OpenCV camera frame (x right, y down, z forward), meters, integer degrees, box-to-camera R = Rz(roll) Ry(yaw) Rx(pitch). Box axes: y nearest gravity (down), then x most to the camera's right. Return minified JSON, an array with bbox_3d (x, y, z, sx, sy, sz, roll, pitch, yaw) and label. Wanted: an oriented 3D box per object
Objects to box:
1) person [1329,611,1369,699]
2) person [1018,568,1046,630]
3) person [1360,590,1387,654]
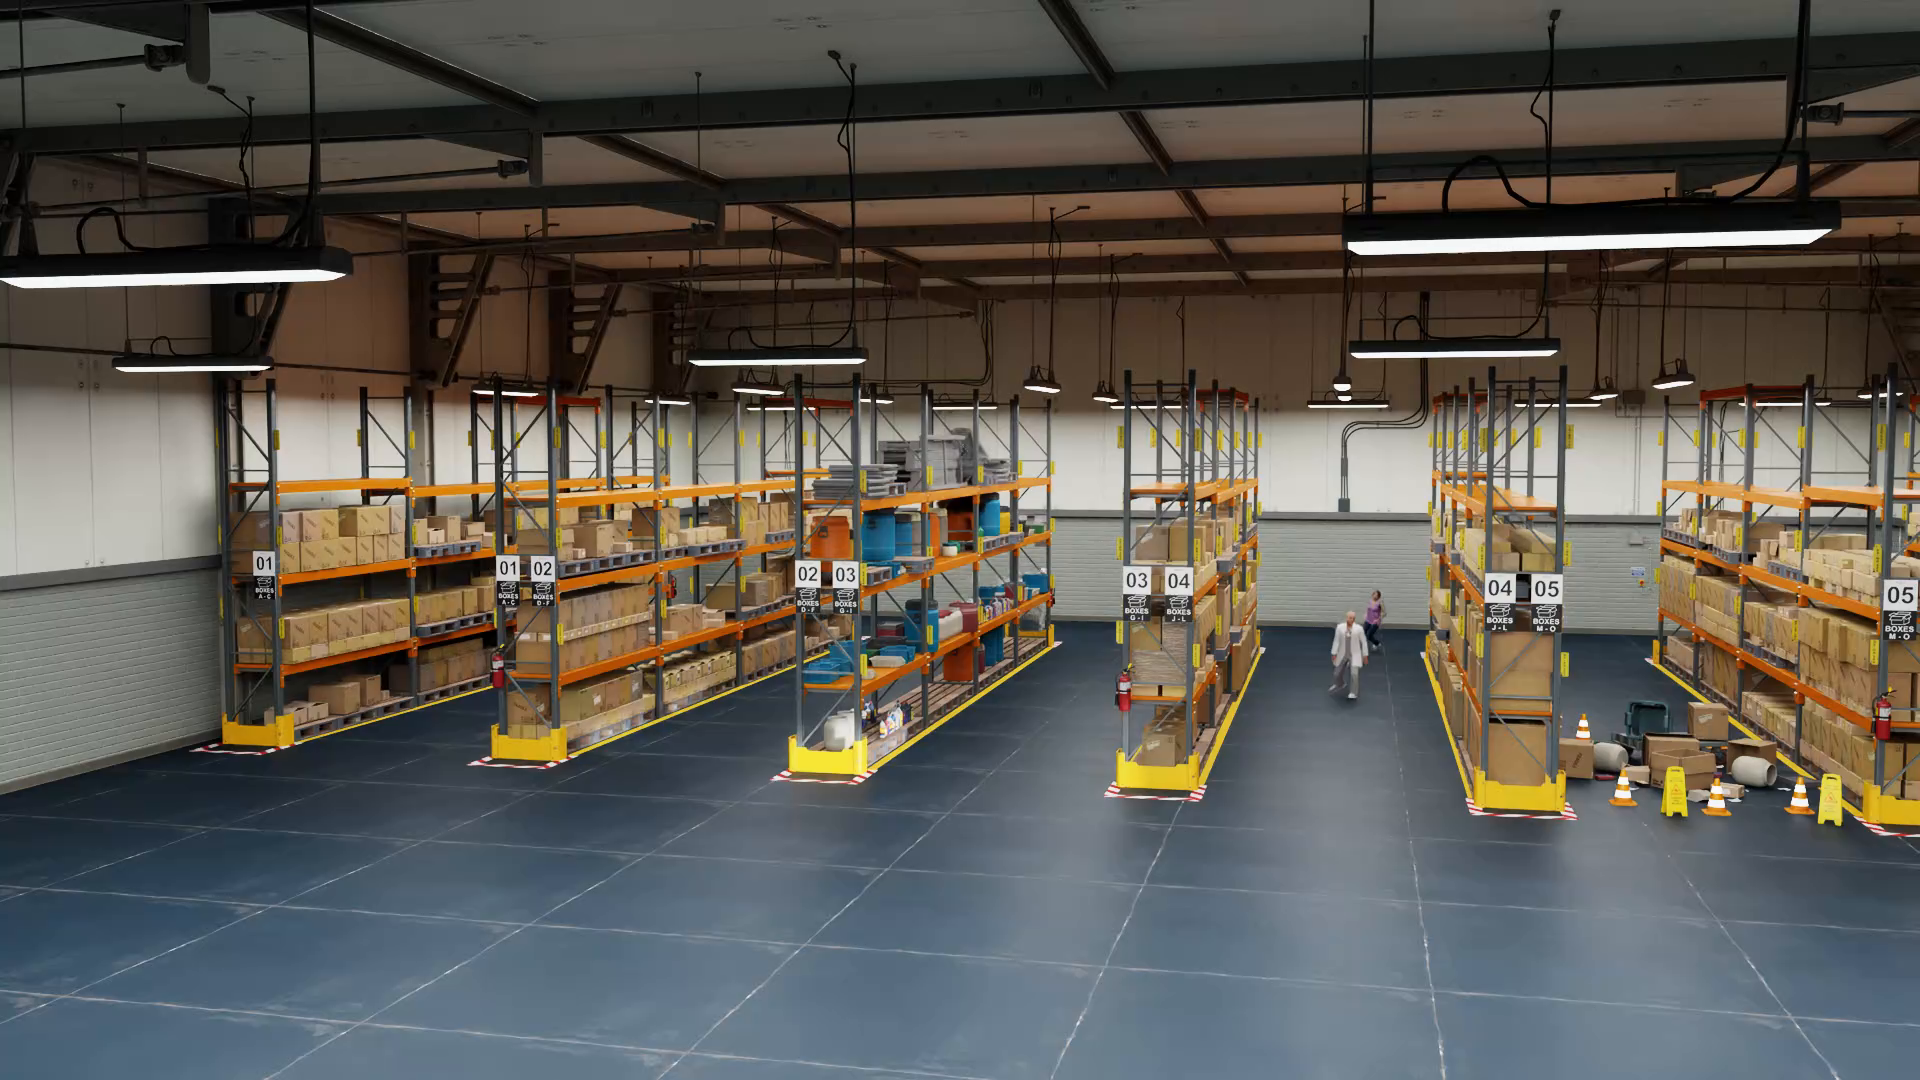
[{"bbox_3d":[7.562,2.207,32.300,0.848,1.697,0.714,2,4,25],"label":"person"},{"bbox_3d":[1.900,1.573,43.467,1.013,1.718,0.747,2,4,29],"label":"person"},{"bbox_3d":[9.674,1.936,38.768,0.670,1.534,0.619,-3,4,-36],"label":"person"}]
